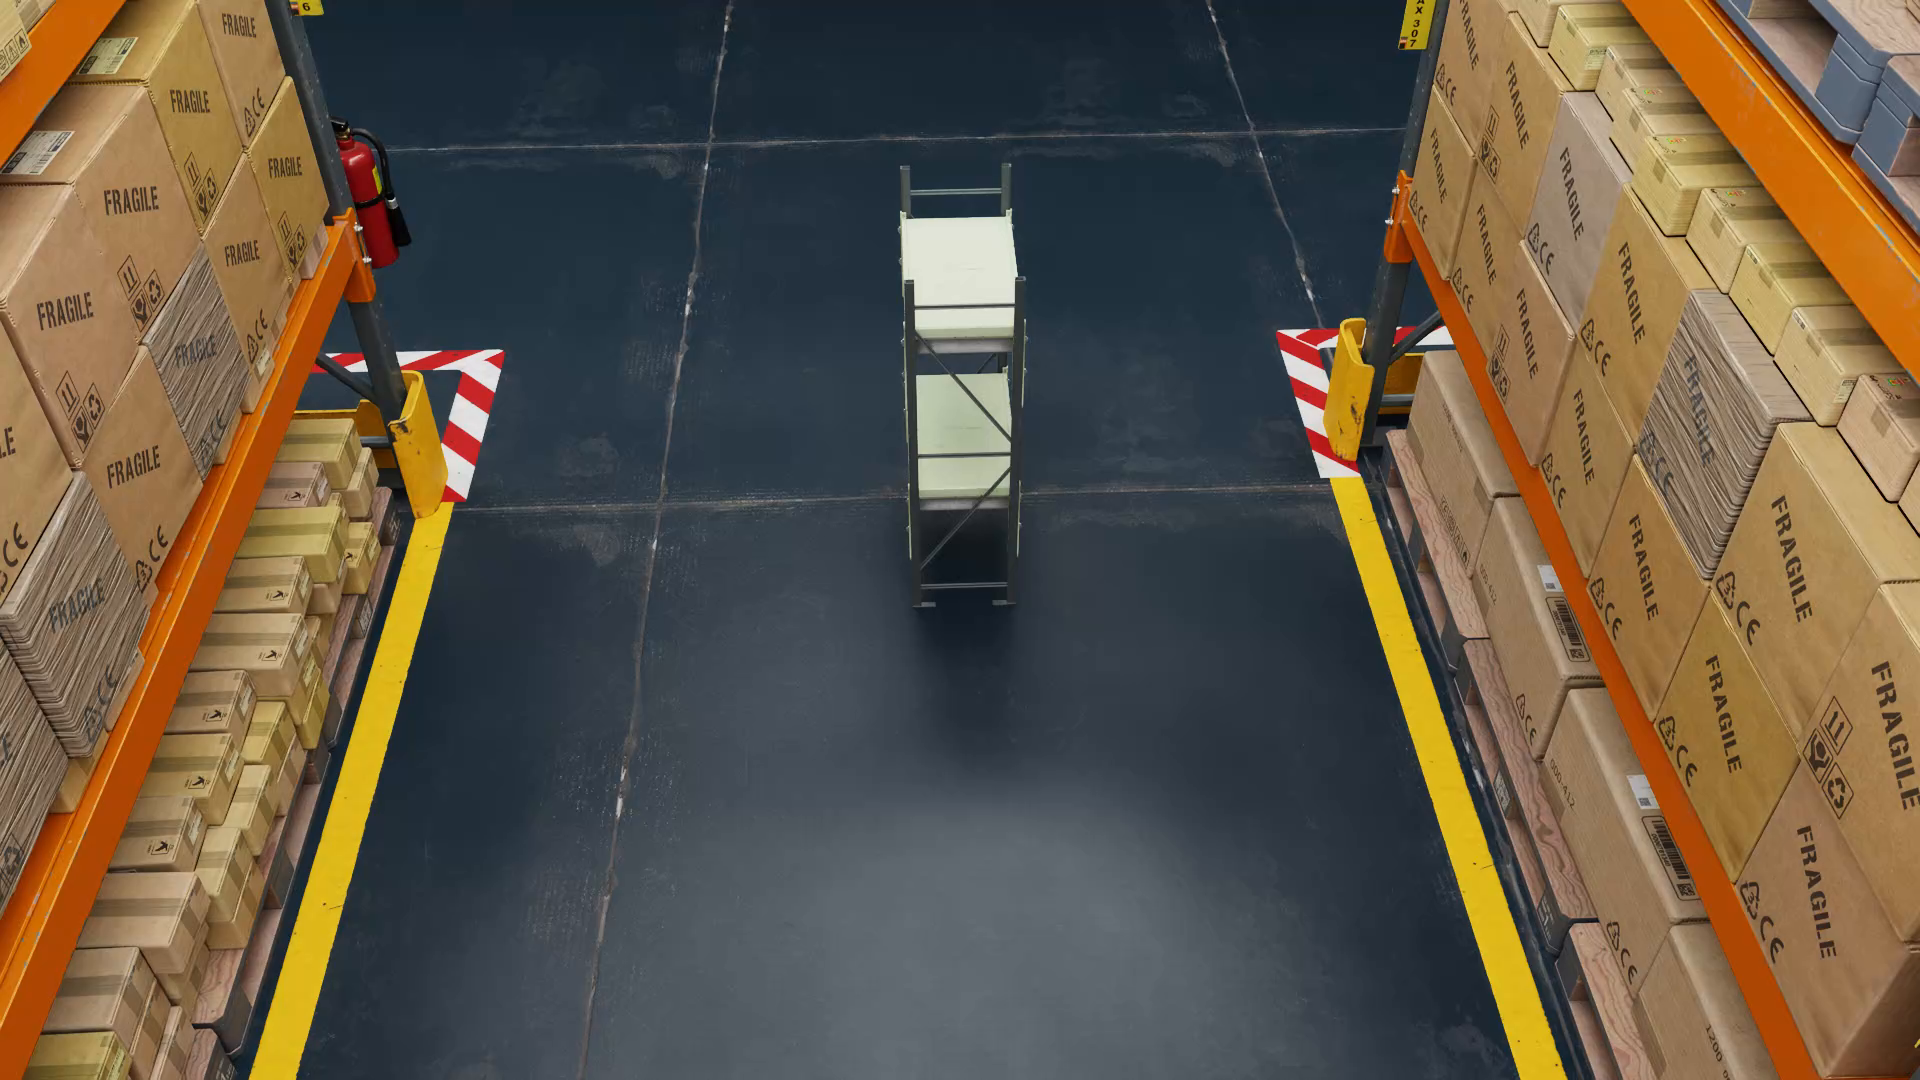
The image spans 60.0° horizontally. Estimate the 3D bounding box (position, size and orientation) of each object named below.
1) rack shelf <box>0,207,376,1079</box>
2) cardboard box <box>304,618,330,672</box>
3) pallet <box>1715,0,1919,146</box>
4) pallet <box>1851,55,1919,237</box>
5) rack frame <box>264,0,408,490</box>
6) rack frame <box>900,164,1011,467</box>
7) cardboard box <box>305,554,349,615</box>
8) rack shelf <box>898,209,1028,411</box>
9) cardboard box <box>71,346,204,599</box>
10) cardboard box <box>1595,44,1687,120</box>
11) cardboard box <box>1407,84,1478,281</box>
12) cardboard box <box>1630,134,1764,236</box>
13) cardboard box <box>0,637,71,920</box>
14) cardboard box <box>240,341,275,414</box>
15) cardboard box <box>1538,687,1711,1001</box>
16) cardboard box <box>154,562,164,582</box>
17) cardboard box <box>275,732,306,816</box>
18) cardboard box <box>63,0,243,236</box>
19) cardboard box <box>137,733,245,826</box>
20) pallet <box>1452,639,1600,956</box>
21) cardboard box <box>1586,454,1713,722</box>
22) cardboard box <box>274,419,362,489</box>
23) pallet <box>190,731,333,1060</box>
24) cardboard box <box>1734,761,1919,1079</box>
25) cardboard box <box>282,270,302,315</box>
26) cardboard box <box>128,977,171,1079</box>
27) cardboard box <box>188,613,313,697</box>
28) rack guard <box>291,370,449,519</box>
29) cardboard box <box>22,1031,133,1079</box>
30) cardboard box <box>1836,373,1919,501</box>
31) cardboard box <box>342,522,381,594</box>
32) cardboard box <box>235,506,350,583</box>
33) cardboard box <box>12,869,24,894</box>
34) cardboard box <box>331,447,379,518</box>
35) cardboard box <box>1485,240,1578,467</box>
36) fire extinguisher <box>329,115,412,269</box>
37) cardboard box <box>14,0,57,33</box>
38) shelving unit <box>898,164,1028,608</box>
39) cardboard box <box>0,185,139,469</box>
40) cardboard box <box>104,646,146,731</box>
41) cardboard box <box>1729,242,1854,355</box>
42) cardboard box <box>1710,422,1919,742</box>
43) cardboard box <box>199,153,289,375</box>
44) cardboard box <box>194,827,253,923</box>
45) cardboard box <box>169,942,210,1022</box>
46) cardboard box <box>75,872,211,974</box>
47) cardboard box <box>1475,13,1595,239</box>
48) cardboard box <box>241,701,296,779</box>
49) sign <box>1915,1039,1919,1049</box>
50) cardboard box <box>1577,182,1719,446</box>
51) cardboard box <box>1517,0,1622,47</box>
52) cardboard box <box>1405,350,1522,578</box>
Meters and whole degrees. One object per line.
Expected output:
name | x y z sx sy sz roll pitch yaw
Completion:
rack shelf | -2.669 0.268 4.770 1.077 0.370 4.000 -2 43 -2
cardboard box | -2.462 0.416 5.875 0.380 0.149 0.250 -1 43 -1
pallet | 2.284 -1.304 3.799 1.003 0.211 1.213 -2 43 -2
pallet | 2.333 -0.483 2.903 1.003 0.211 1.213 -2 43 -2
rack frame | -2.754 -1.347 6.000 1.000 3.000 0.127 -2 43 -2
rack frame | -0.015 -0.795 6.508 0.400 1.500 0.023 -2 43 -2
cardboard box | -2.422 0.138 5.958 0.380 0.149 0.250 -3 43 -4
rack shelf | 0.000 -0.836 5.975 0.431 0.370 0.720 -2 43 -2
cardboard box | -2.419 -0.171 4.422 0.500 0.500 0.500 0 43 0
cardboard box | 1.998 -1.248 4.597 0.380 0.149 0.250 -1 43 -1
cardboard box | 1.921 -1.262 5.833 0.500 0.500 0.500 -2 43 -2
cardboard box | 1.950 -0.906 4.225 0.380 0.149 0.250 -3 43 -3
cardboard box | -2.381 0.531 3.656 0.500 0.500 0.500 -2 43 -2
cardboard box | -2.425 -0.533 5.298 0.380 0.149 0.250 -1 43 -1
cardboard box | 2.399 0.901 5.132 0.875 0.438 0.875 -3 43 -3
cardboard box | -2.463 0.008 4.707 0.380 0.149 0.250 -1 43 -1
cardboard box | -2.397 0.772 5.487 0.380 0.149 0.250 -1 43 -1
cardboard box | -2.464 -1.218 4.825 0.500 0.500 0.500 -3 43 -3
cardboard box | -2.432 0.736 5.086 0.380 0.149 0.250 -1 43 -2
pallet | 2.349 0.830 5.689 1.003 0.211 1.213 -2 43 -2
cardboard box | 2.019 0.114 4.332 0.500 0.500 0.500 -2 43 -2
cardboard box | -2.478 -0.320 6.238 0.380 0.149 0.250 -1 43 -1
pallet | -2.703 1.103 5.390 1.003 0.211 1.213 -2 43 -2
cardboard box | 2.082 0.800 3.583 0.500 0.500 0.500 -1 43 -1
cardboard box | -2.484 -0.874 5.669 0.380 0.149 0.250 -2 43 -2
cardboard box | -2.435 1.372 4.613 0.380 0.149 0.250 -4 43 -4
cardboard box | -2.372 0.379 5.476 0.380 0.149 0.250 0 43 0
rack guard | -2.750 -0.374 6.789 1.175 0.500 0.348 -2 43 -2
cardboard box | -2.404 1.434 4.324 0.380 0.149 0.250 -2 43 -2
cardboard box | 2.094 -0.221 3.477 0.380 0.149 0.250 -2 43 -2
cardboard box | -2.411 0.069 6.254 0.380 0.149 0.250 0 43 0
cardboard box | -2.387 0.022 5.865 0.380 0.149 0.250 -3 43 -3
cardboard box | -2.424 0.711 3.941 0.380 0.149 0.250 -3 43 -4
cardboard box | -2.446 -0.213 6.341 0.380 0.149 0.250 -3 43 -3
cardboard box | 1.974 -0.577 5.086 0.500 0.500 0.500 -2 43 -2
fire extinguisher | -2.303 -1.365 6.352 0.296 0.674 0.183 -2 43 -2
cardboard box | -2.433 -1.419 3.969 0.500 0.250 0.500 0 43 0
shelving unit | 0.000 -0.548 6.238 0.431 1.500 0.755 -2 43 -2
cardboard box | -2.408 -0.511 4.053 0.500 0.500 0.500 -3 43 -3
cardboard box | -2.373 0.357 4.326 0.380 0.149 0.250 0 43 0
cardboard box | 2.035 -0.565 3.853 0.380 0.149 0.250 -2 43 -3
cardboard box | 2.048 0.084 3.624 0.500 0.500 0.500 -2 43 -2
cardboard box | -2.461 -0.850 5.163 0.500 0.500 0.500 -2 43 -2
cardboard box | -2.370 1.013 5.004 0.380 0.149 0.250 -2 43 -2
cardboard box | -2.459 1.298 4.913 0.380 0.149 0.250 -3 43 -4
cardboard box | -2.367 1.085 4.705 0.380 0.149 0.250 -1 43 -1
cardboard box | 1.952 -1.282 5.115 0.500 0.500 0.500 -3 43 -3
cardboard box | -2.395 0.661 5.388 0.380 0.149 0.250 0 43 0
sign | 1.803 0.812 2.945 0.100 0.325 0.005 -2 43 -2
cardboard box | 2.004 -0.598 4.369 0.500 0.500 0.500 -1 43 -2
cardboard box | 1.905 -1.601 4.983 0.380 0.149 0.250 0 43 0
cardboard box | 2.316 -0.325 6.470 0.875 0.438 0.875 -3 43 -3
